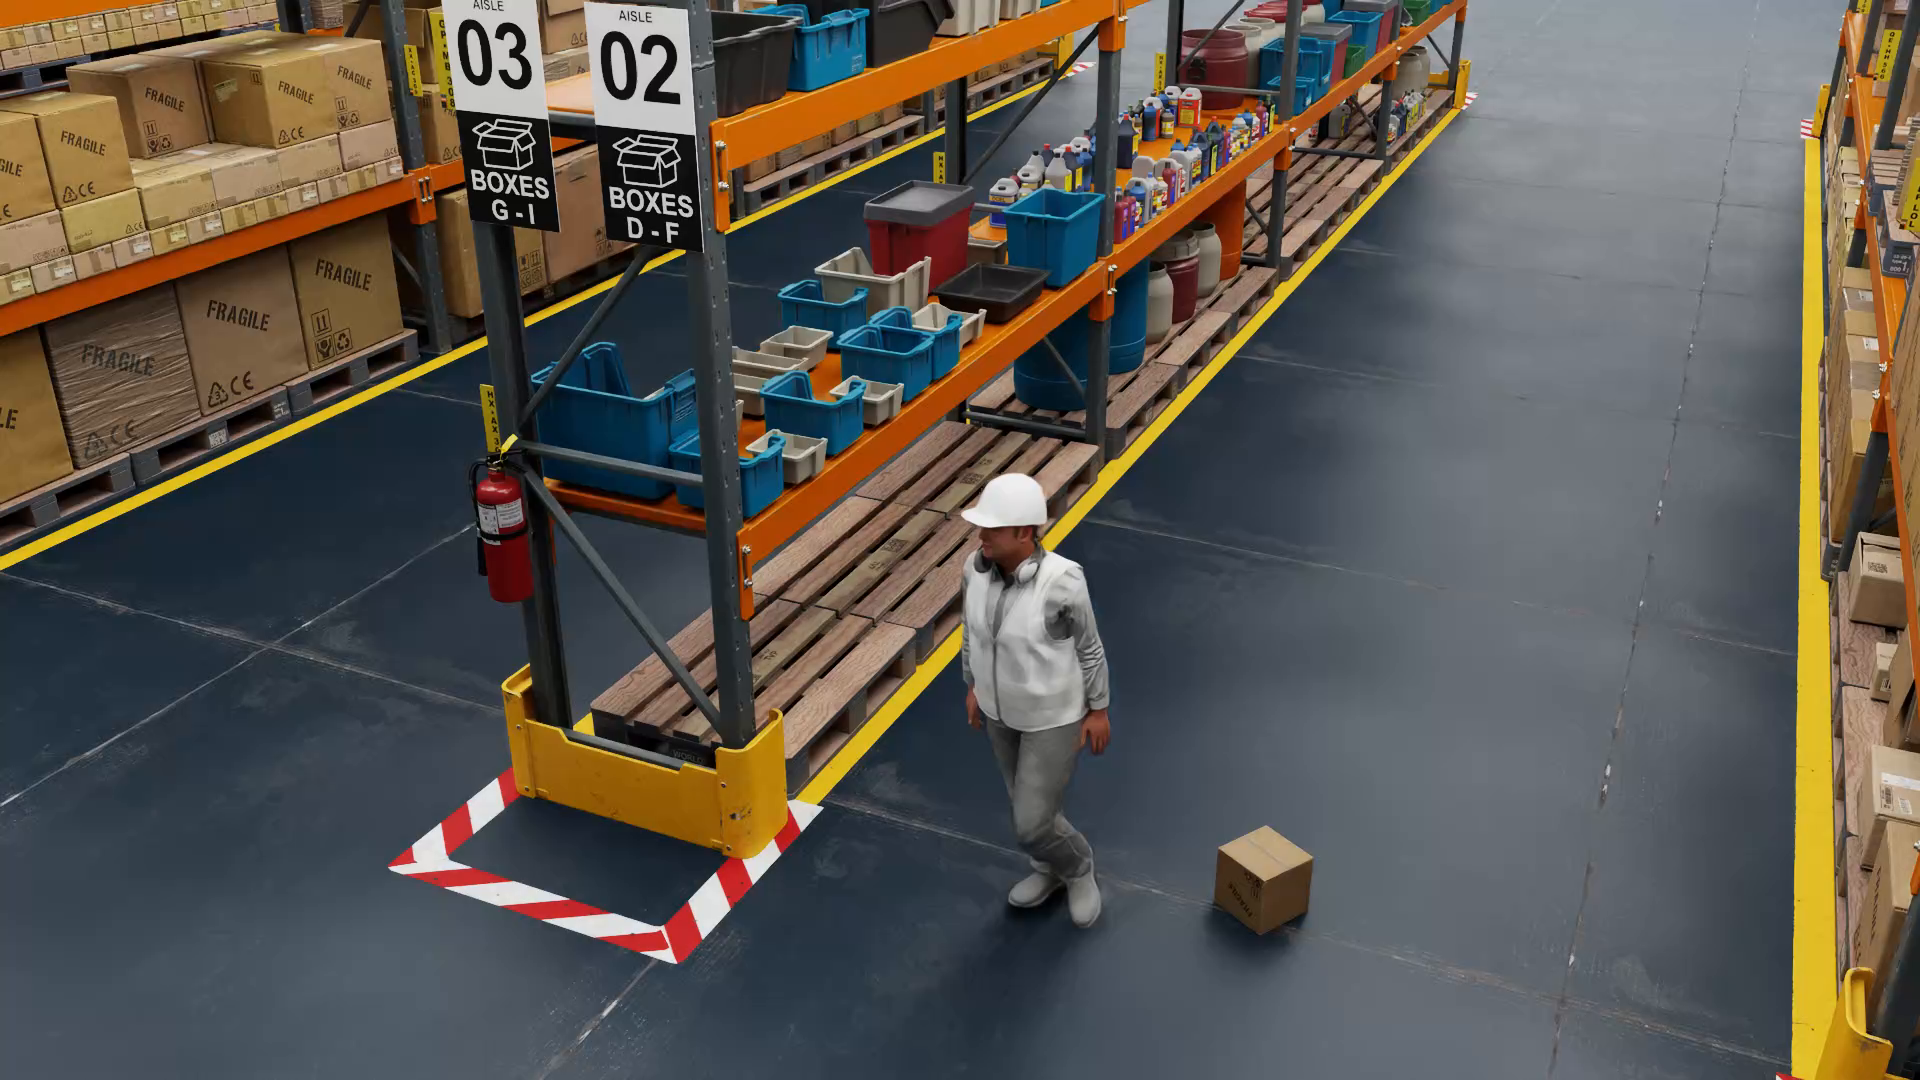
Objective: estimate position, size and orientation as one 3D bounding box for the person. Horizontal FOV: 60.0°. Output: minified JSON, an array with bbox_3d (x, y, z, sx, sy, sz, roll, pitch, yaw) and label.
[{"bbox_3d":[0.252,0.571,5.881,0.591,1.760,0.486,23,34,39],"label":"person"}]
